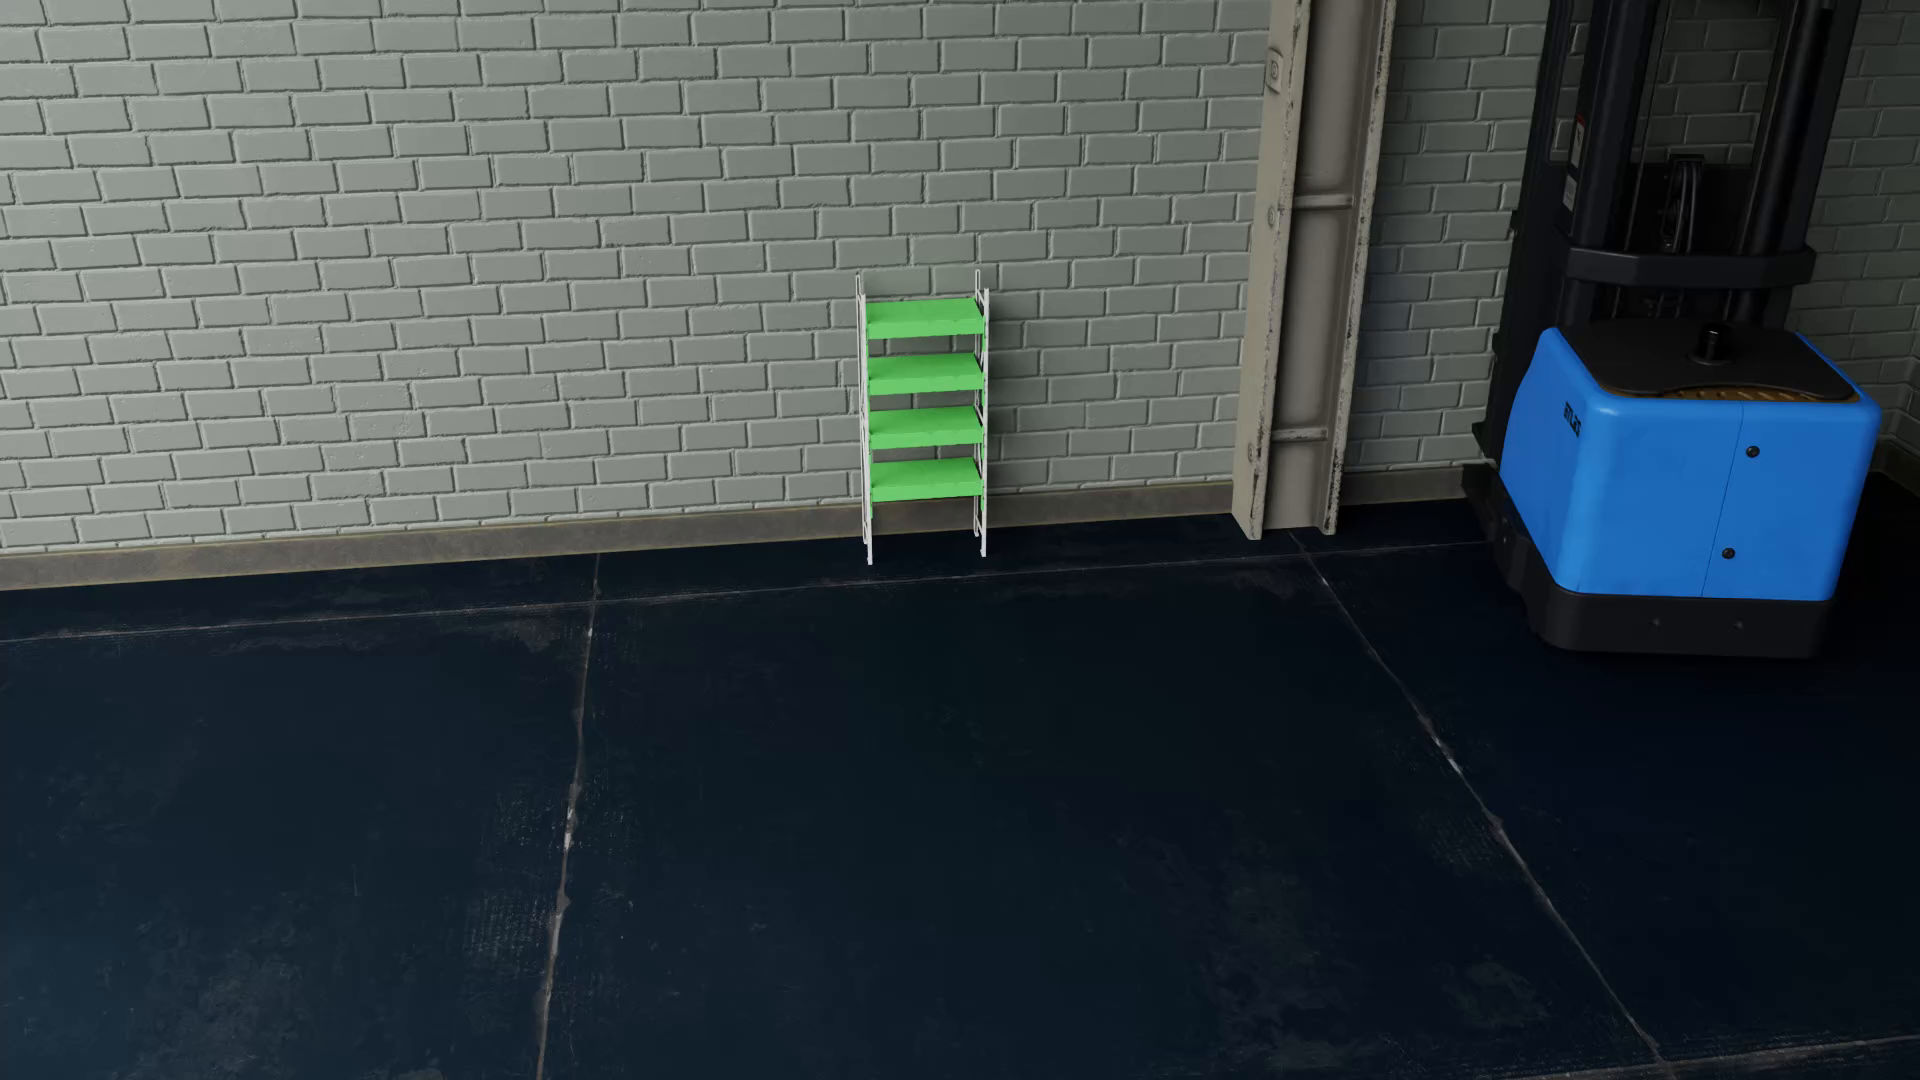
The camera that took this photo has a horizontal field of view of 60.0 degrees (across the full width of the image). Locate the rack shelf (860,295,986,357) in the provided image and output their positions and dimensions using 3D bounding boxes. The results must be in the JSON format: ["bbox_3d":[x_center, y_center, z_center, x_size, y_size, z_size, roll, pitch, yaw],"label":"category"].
[{"bbox_3d":[-0.153,-0.863,6.702,0.480,0.148,0.258,-4,28,-8],"label":"rack shelf"}]

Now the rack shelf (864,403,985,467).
[{"bbox_3d":[-0.154,-0.441,6.929,0.480,0.148,0.258,-4,28,-8],"label":"rack shelf"}]

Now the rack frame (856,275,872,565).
[{"bbox_3d":[-0.395,-0.480,6.866,0.015,1.200,0.240,-4,28,-8],"label":"rack frame"}]

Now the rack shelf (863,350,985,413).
[{"bbox_3d":[-0.154,-0.652,6.815,0.480,0.148,0.258,-4,28,-8],"label":"rack shelf"}]

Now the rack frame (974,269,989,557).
[{"bbox_3d":[0.087,-0.513,6.931,0.015,1.200,0.240,-4,28,-8],"label":"rack frame"}]

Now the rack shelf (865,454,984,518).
[{"bbox_3d":[-0.155,-0.229,7.042,0.480,0.148,0.258,-4,28,-8],"label":"rack shelf"}]

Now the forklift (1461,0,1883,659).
[{"bbox_3d":[2.849,-1.498,6.958,1.130,2.935,3.031,2,27,4],"label":"forklift"}]

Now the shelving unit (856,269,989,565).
[{"bbox_3d":[-0.154,-0.497,6.898,0.503,1.200,0.258,-4,28,-8],"label":"shelving unit"}]

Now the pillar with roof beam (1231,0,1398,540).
[{"bbox_3d":[2.036,-2.140,1.564,0.400,9.000,9.100,-4,27,-7],"label":"pillar with roof beam"}]
